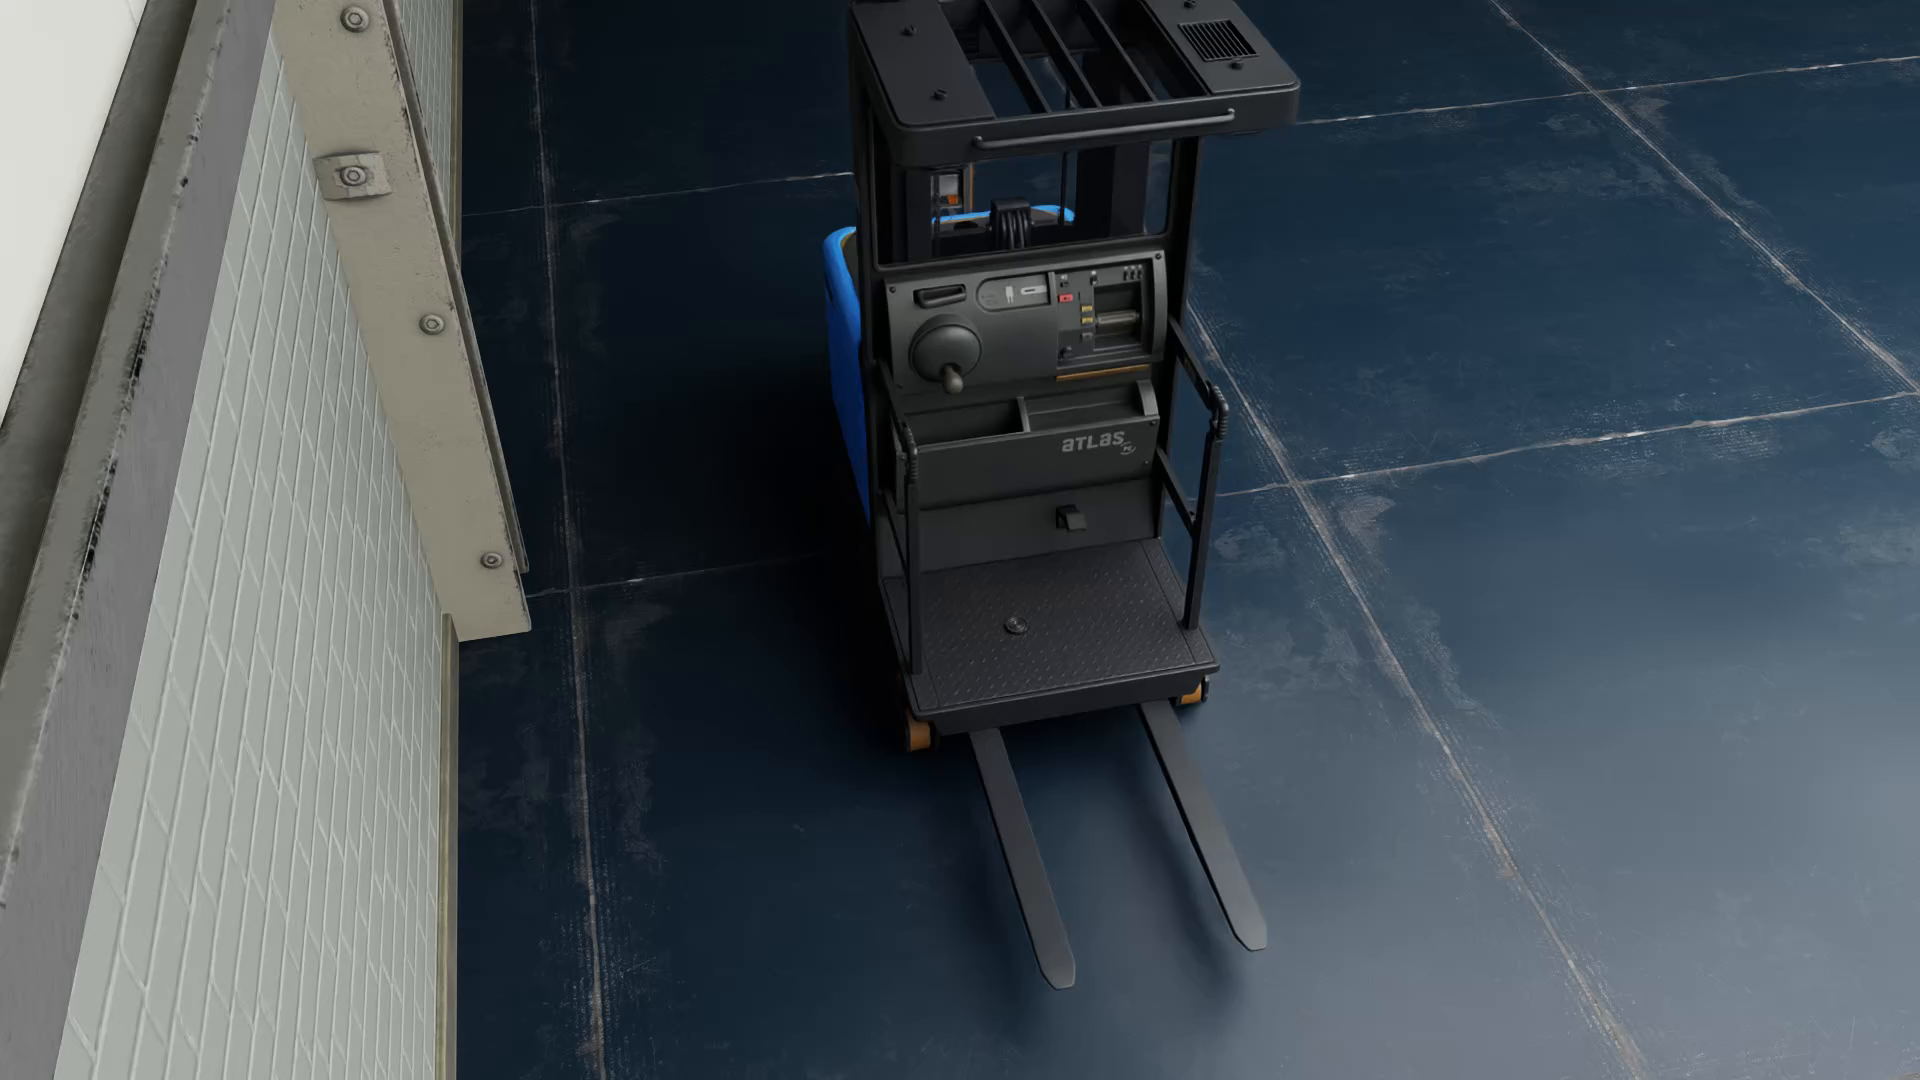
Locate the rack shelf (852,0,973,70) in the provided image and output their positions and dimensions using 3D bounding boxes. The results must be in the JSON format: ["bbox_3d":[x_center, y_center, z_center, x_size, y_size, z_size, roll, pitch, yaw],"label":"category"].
[{"bbox_3d":[-0.186,-2.006,6.389,0.431,0.518,0.480,-5,41,-6],"label":"rack shelf"}]

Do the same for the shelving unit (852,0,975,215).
[{"bbox_3d":[-0.186,-1.487,6.837,0.431,2.100,0.503,-5,41,-6],"label":"shelving unit"}]

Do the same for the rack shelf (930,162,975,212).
[{"bbox_3d":[-0.186,-1.476,6.846,0.431,0.518,0.480,-5,41,-6],"label":"rack shelf"}]

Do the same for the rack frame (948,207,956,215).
[{"bbox_3d":[-0.218,-1.644,7.020,0.400,2.100,0.015,-5,41,-6],"label":"rack frame"}]

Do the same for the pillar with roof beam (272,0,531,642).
[{"bbox_3d":[2.370,-3.742,4.186,9.100,9.000,0.400,-8,42,-9],"label":"pillar with roof beam"}]

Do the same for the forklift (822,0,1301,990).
[{"bbox_3d":[0.271,-0.629,5.250,1.130,2.935,3.031,-9,42,-9],"label":"forklift"}]

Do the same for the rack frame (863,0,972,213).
[{"bbox_3d":[-0.155,-1.329,6.654,0.400,2.100,0.015,-5,41,-6],"label":"rack frame"}]
